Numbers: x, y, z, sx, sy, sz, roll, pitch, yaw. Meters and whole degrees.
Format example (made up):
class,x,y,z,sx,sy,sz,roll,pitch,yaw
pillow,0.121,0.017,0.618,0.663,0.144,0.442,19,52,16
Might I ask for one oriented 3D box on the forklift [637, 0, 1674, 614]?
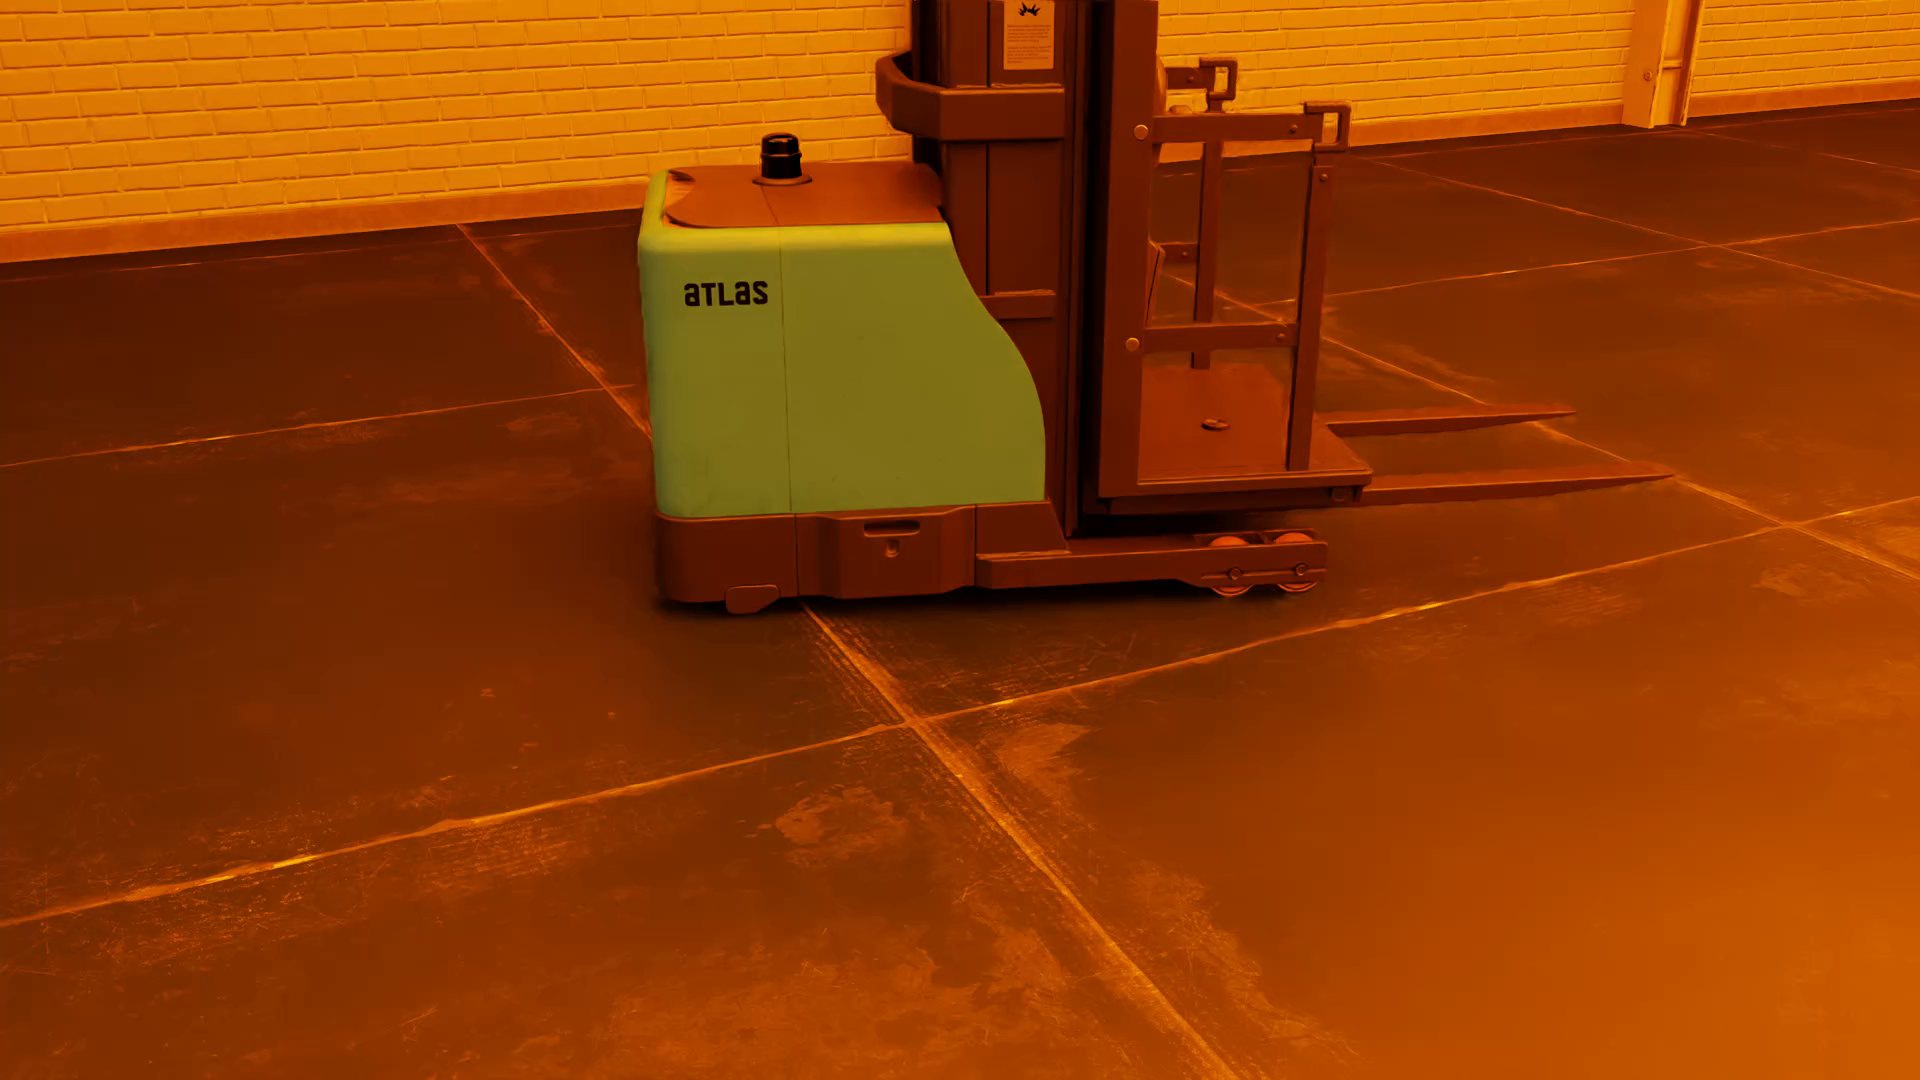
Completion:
class,x,y,z,sx,sy,sz,roll,pitch,yaw
forklift,0.608,-1.392,4.637,3.031,2.935,1.130,-3,23,-7
